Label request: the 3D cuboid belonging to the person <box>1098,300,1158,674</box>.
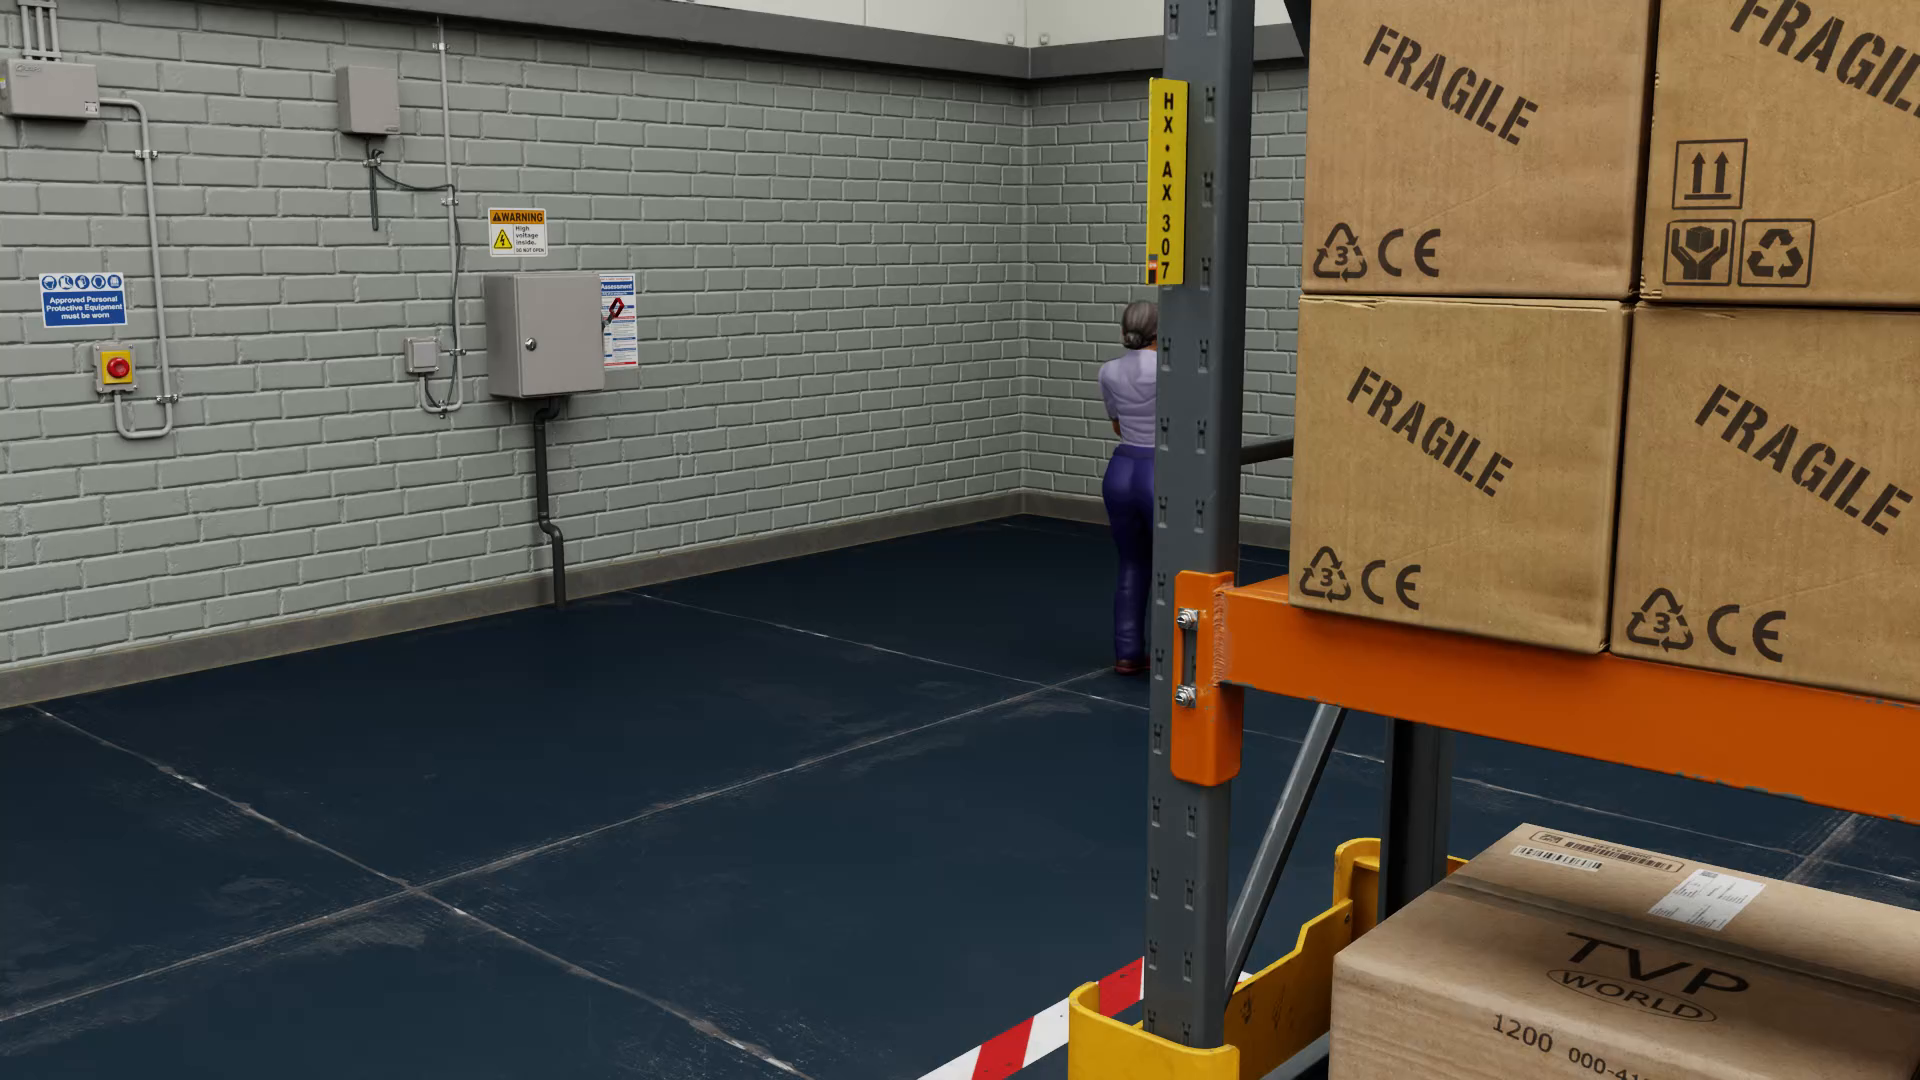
[{"bbox_3d":[0.867,-0.215,7.170,0.452,1.634,0.524,9,14,41],"label":"person"}]
